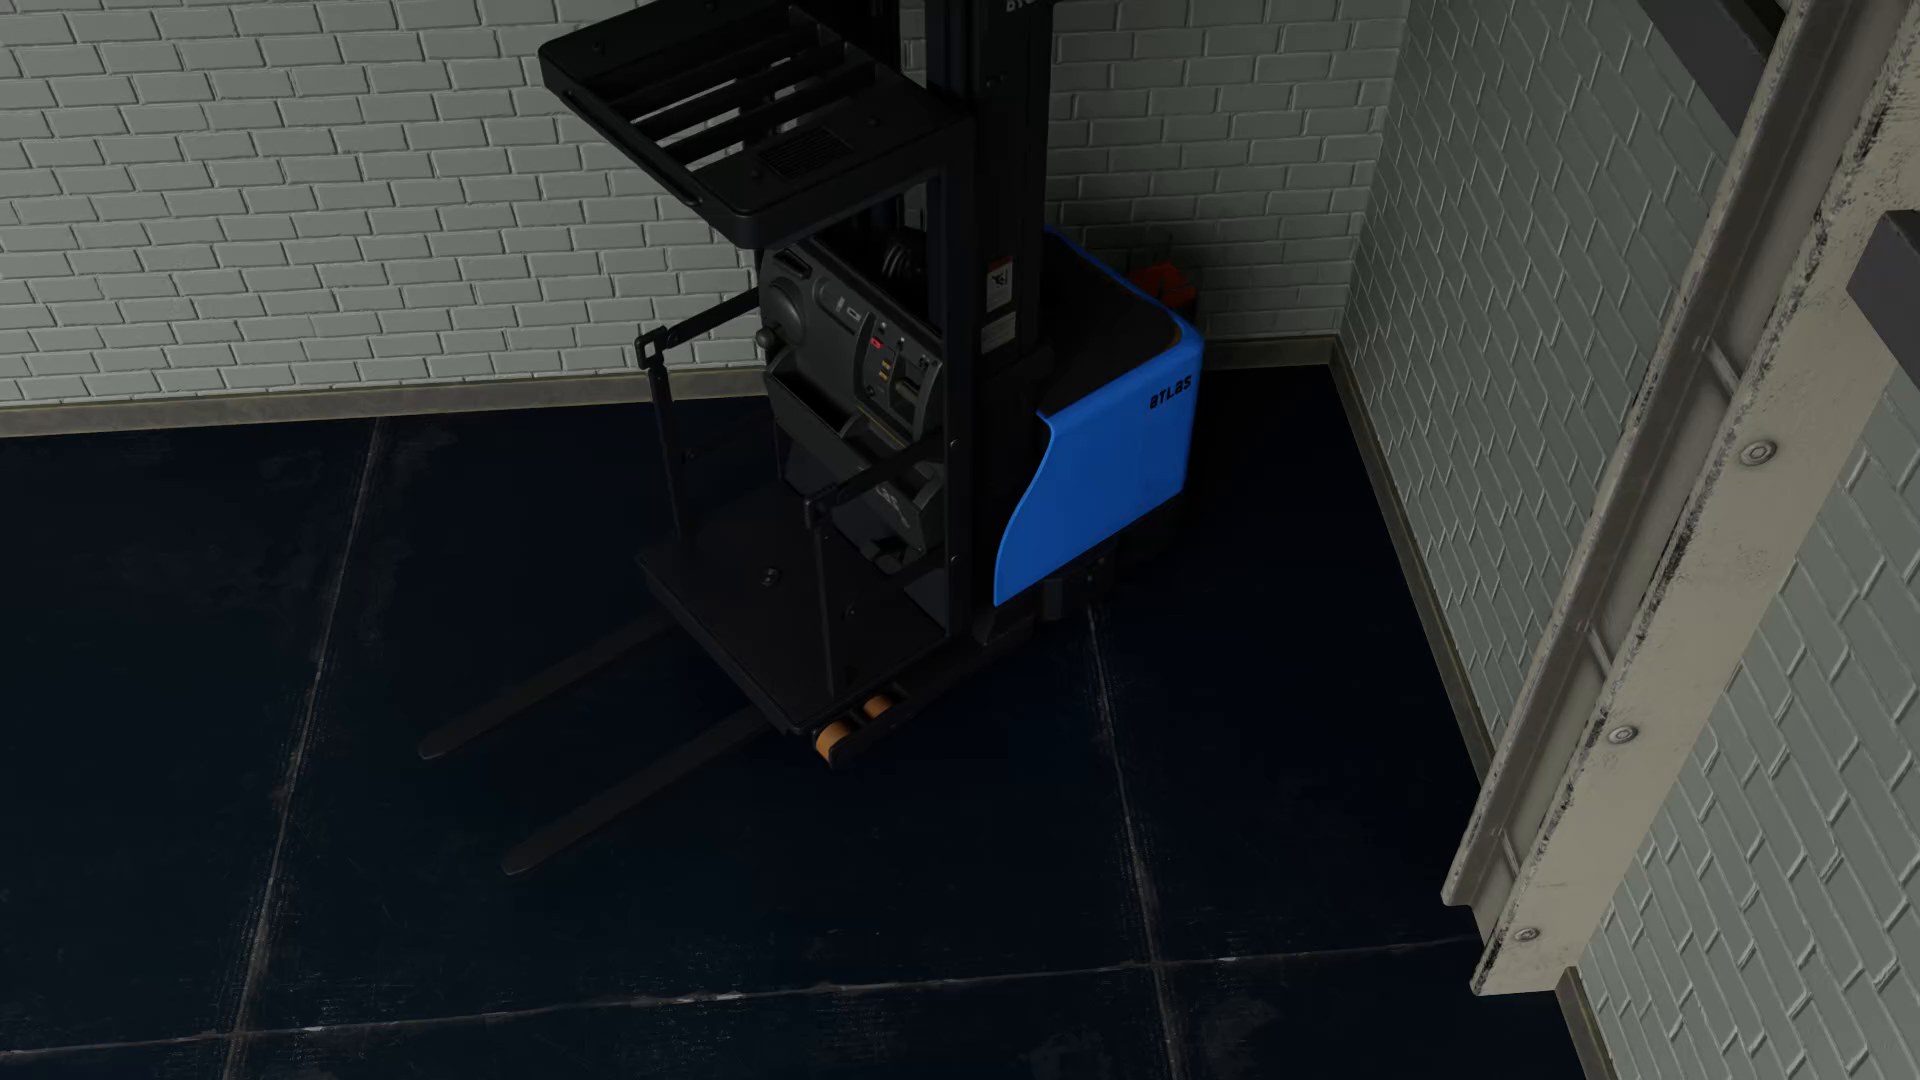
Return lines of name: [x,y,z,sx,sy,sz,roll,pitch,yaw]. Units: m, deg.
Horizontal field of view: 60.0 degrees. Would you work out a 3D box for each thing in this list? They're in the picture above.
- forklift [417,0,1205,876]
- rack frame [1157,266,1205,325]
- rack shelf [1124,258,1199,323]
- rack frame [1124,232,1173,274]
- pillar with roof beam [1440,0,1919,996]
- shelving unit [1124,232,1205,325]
forklift: [-0.539,-0.622,5.457,3.031,2.935,1.130,-31,54,-26]
rack frame: [0.834,-0.664,6.785,0.200,1.050,0.008,-17,49,-19]
rack shelf: [0.795,-0.936,6.667,0.215,0.259,0.240,-17,49,-19]
rack frame: [0.729,-0.824,6.936,0.200,1.050,0.008,-17,49,-19]
pillar with roof beam: [-2.463,-1.487,2.097,9.100,9.000,0.400,-3,47,-3]
shelving unit: [0.782,-0.744,6.861,0.215,1.050,0.252,-17,49,-19]
